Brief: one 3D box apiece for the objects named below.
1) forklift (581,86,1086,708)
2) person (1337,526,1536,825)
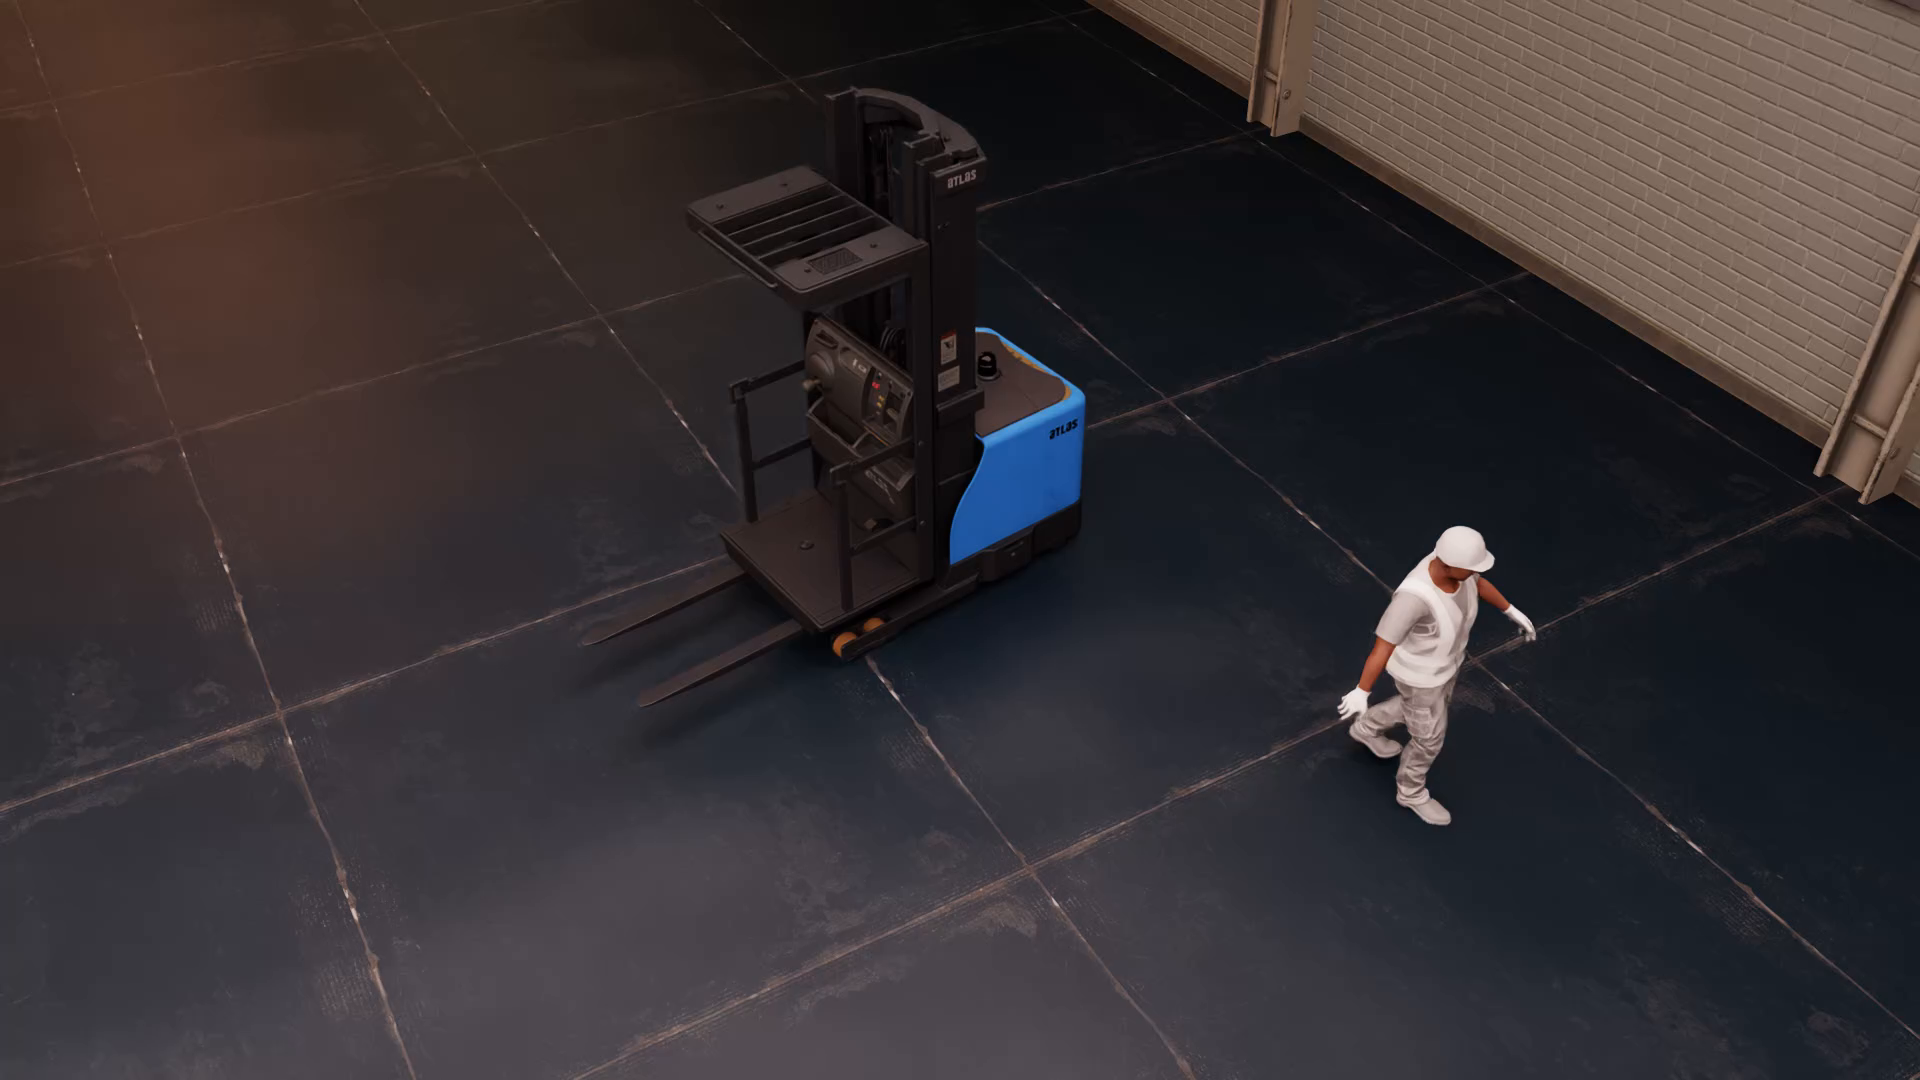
[{"bbox_3d":[-0.724,-0.822,9.027,3.031,2.935,1.130,-26,46,-28],"label":"forklift"},{"bbox_3d":[2.308,0.628,8.198,0.728,1.761,0.944,26,46,27],"label":"person"}]
